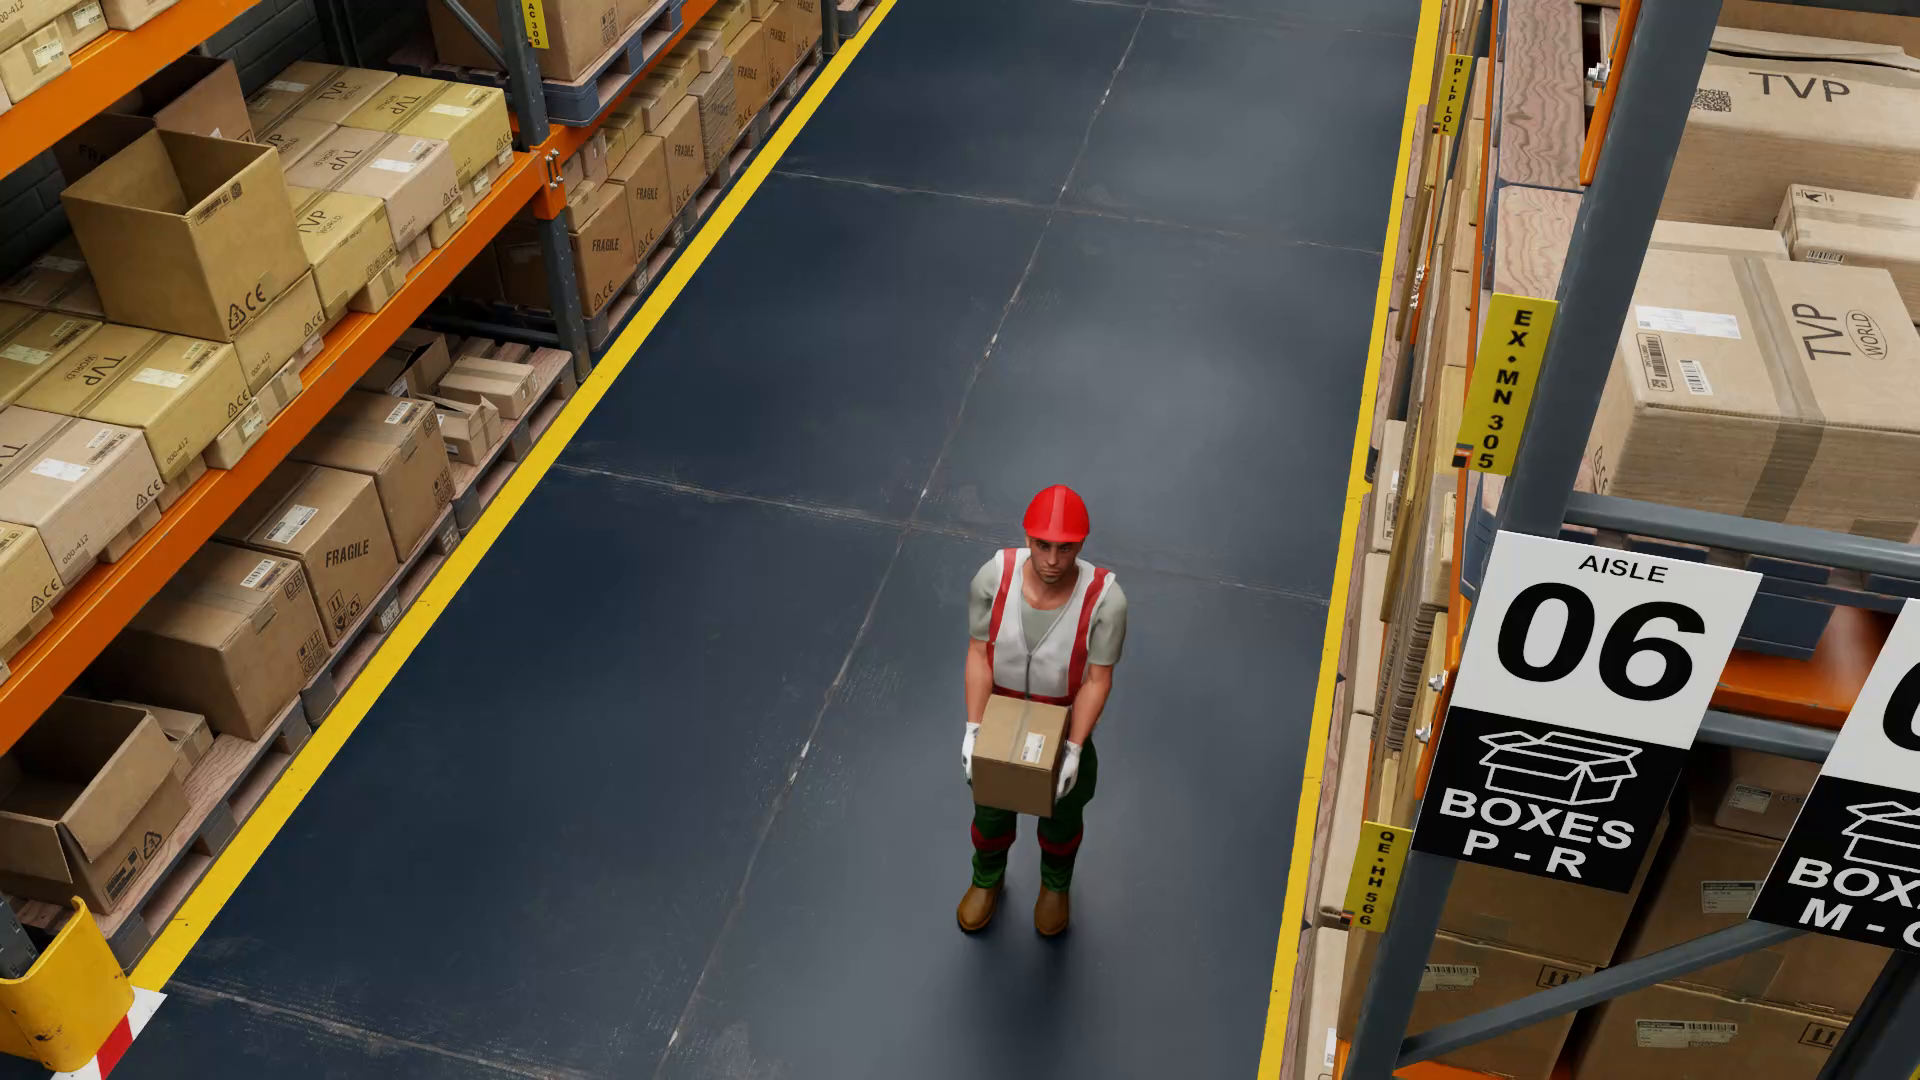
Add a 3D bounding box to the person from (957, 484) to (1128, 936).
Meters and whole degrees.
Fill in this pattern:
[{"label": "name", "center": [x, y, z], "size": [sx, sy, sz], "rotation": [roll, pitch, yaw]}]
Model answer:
[{"label": "person", "center": [0.242, 0.638, 5.394], "size": [0.508, 1.793, 0.552], "rotation": [10, 42, 11]}]
